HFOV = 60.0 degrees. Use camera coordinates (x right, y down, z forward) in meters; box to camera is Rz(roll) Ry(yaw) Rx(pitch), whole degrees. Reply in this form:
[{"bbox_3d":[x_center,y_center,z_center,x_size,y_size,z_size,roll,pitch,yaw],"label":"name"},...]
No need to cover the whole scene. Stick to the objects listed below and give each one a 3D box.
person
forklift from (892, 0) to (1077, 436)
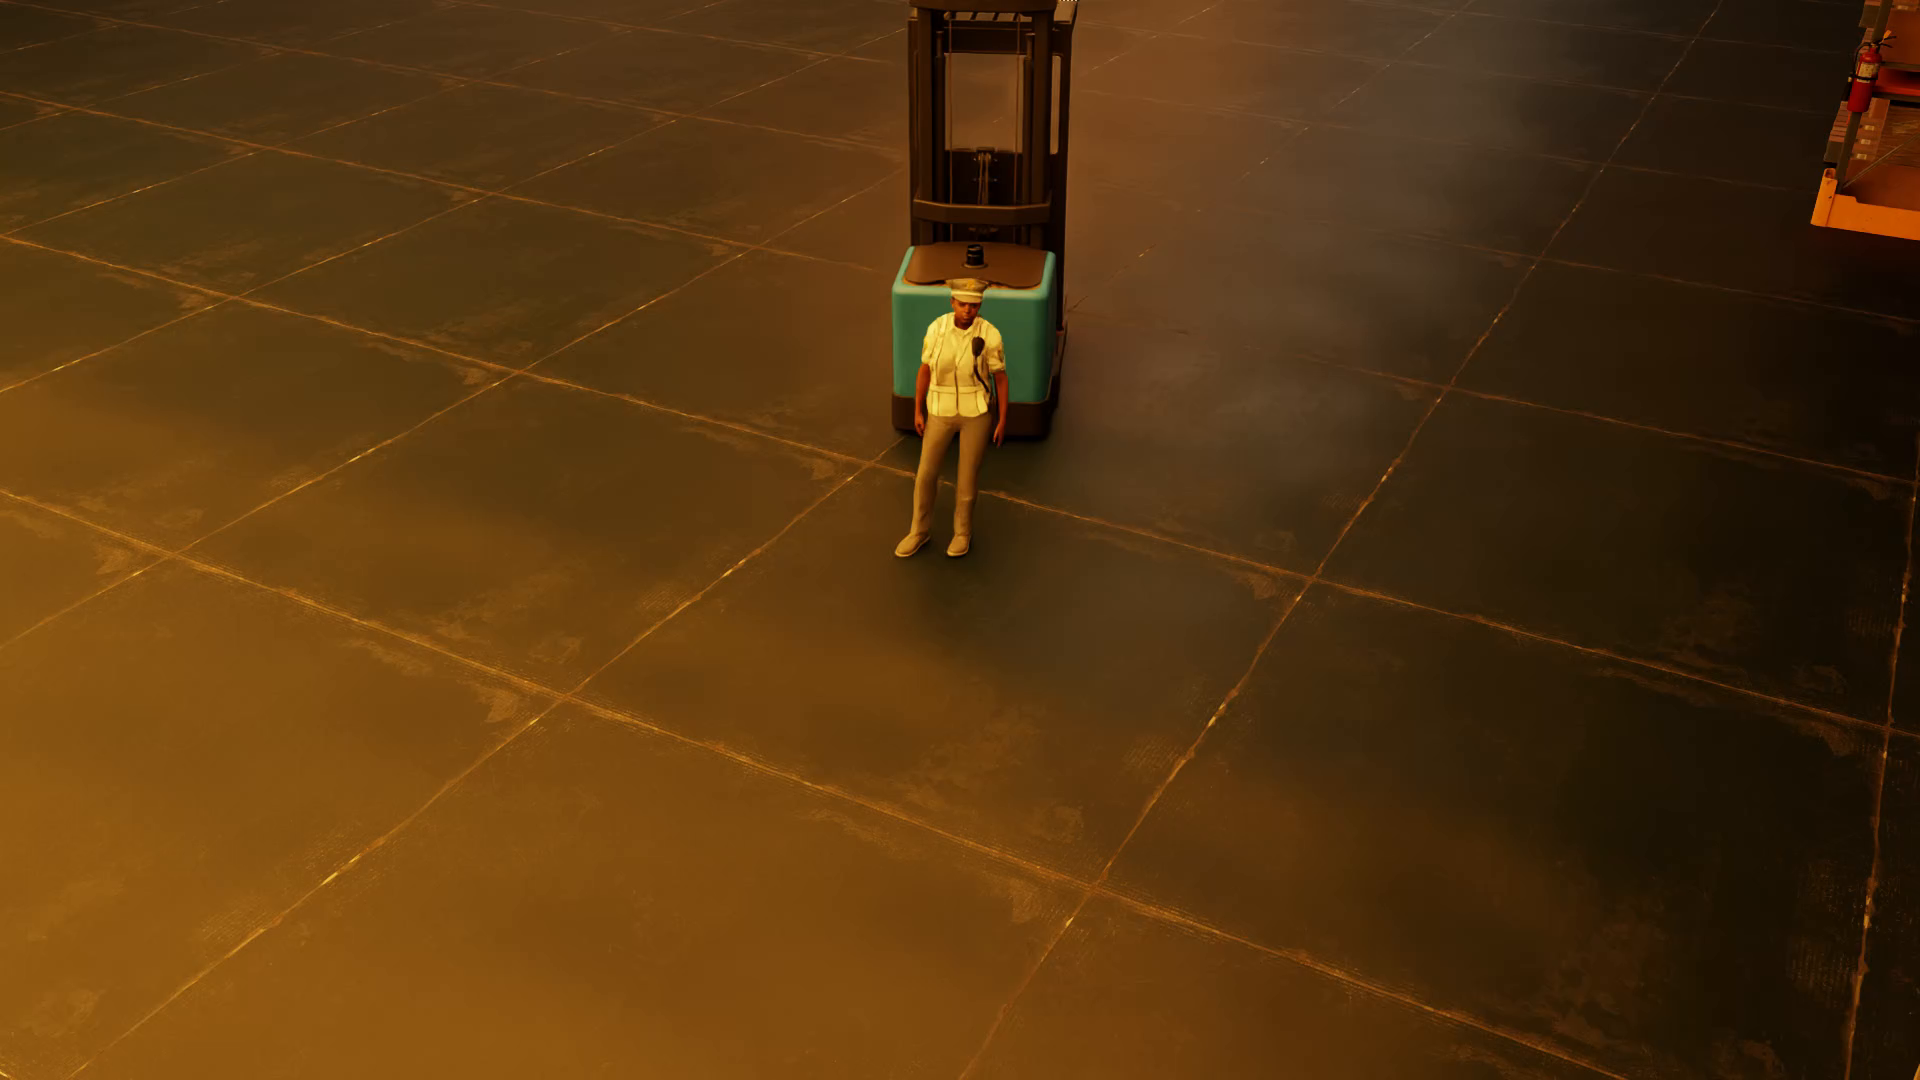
[{"bbox_3d":[-0.045,-0.707,9.544,0.641,1.693,0.440,4,30,7],"label":"person"},{"bbox_3d":[0.224,-2.673,11.703,1.130,2.935,3.031,3,30,6],"label":"forklift"}]
